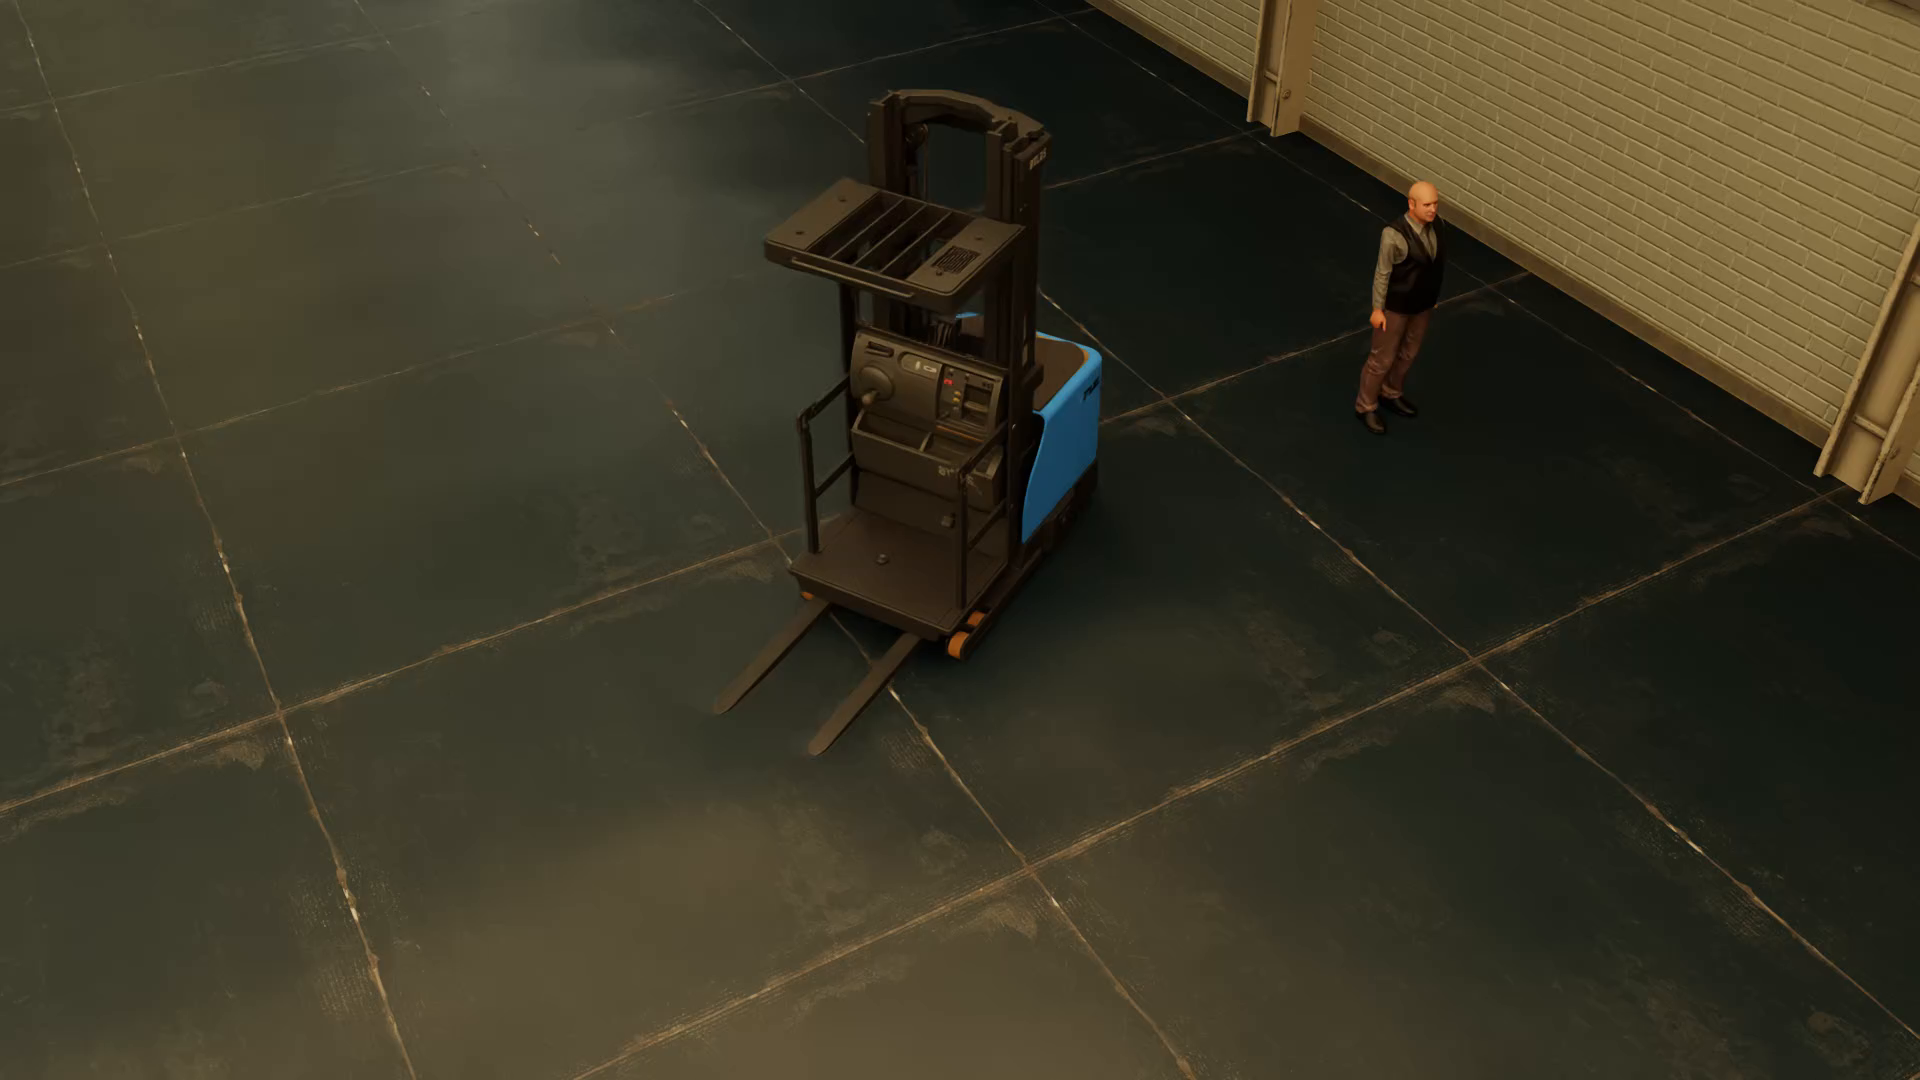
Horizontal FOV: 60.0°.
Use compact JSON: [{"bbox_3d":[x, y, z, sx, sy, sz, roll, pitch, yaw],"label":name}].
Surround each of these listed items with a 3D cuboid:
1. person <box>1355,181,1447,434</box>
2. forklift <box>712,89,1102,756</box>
[{"bbox_3d":[2.901,-1.530,10.829,0.541,1.725,0.367,-24,45,-26],"label":"person"},{"bbox_3d":[-0.292,-0.780,8.977,1.130,2.935,3.031,20,44,22],"label":"forklift"}]
